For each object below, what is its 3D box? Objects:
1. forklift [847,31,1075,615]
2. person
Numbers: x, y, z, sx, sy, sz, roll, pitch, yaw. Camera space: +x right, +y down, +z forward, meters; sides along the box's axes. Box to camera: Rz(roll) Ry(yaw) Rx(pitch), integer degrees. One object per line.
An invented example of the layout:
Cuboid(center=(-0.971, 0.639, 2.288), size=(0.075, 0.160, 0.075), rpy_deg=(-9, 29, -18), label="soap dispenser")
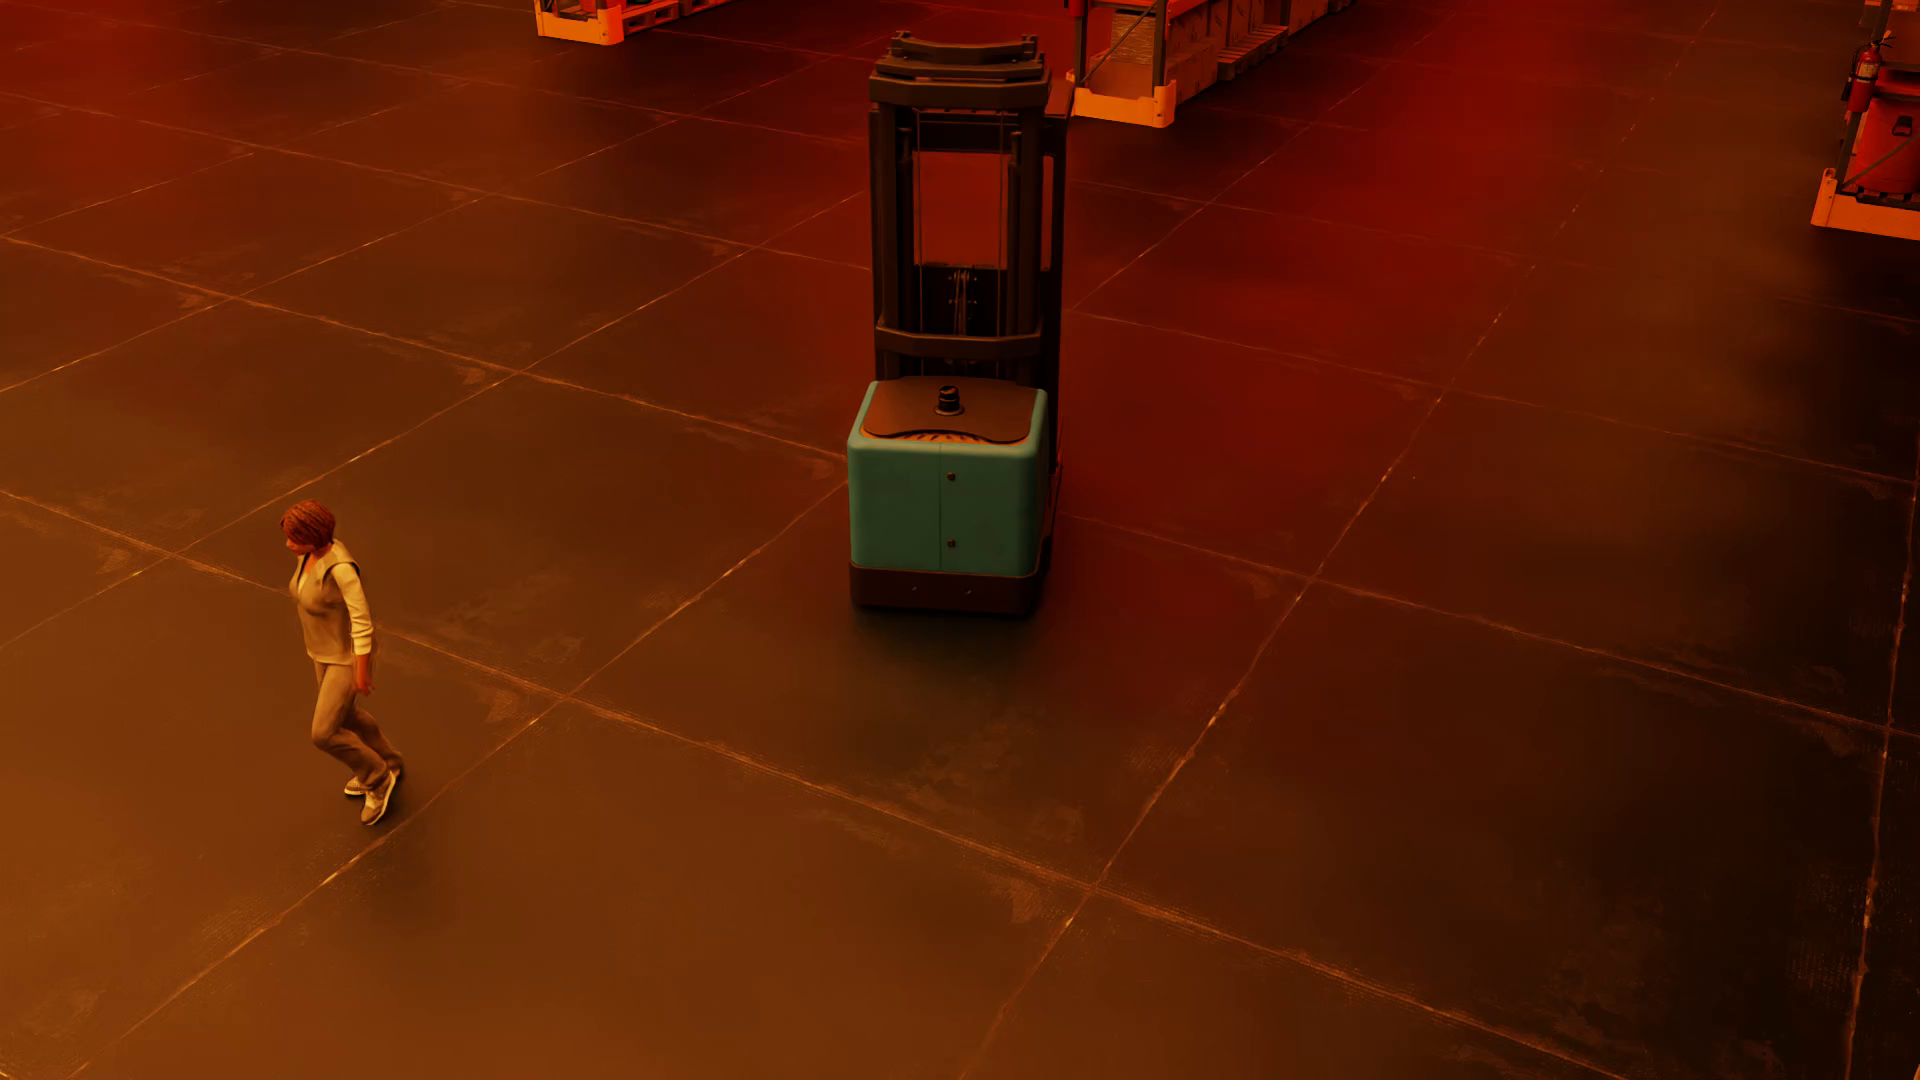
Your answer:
Cuboid(center=(0.072, -1.572, 9.794), size=(1.130, 2.935, 3.031), rpy_deg=(3, 30, 6), label="forklift")
Cuboid(center=(-2.822, 0.539, 7.504), size=(0.445, 1.589, 0.518), rpy_deg=(-25, 38, -36), label="person")
